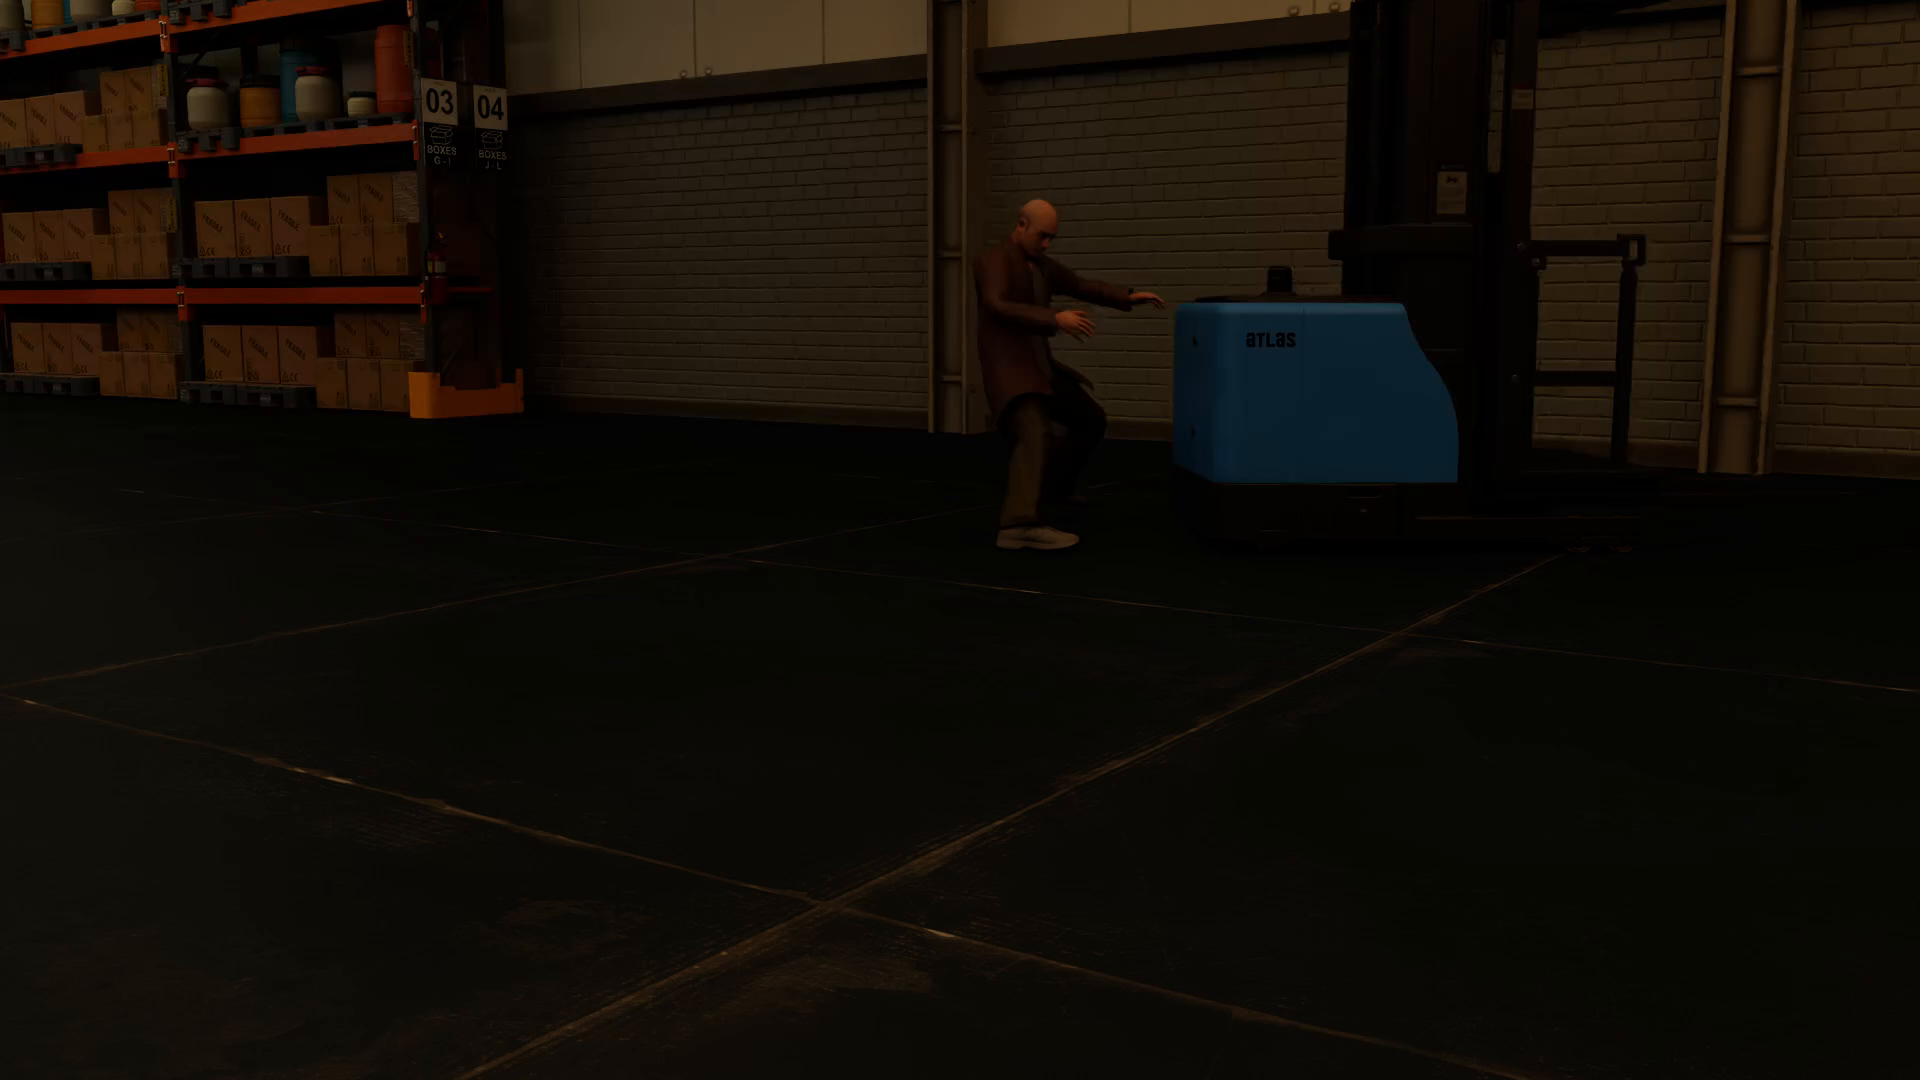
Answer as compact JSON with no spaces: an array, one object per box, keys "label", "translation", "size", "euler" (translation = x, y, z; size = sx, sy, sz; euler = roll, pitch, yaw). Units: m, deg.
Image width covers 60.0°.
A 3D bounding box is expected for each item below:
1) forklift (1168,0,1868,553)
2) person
[{"label":"forklift","translation":[2.549,-1.468,7.513],"size":[3.031,2.935,1.130],"euler":[-1,8,-4]},{"label":"person","translation":[0.475,-0.805,7.785],"size":[0.767,1.540,1.343],"euler":[5,10,32]}]
